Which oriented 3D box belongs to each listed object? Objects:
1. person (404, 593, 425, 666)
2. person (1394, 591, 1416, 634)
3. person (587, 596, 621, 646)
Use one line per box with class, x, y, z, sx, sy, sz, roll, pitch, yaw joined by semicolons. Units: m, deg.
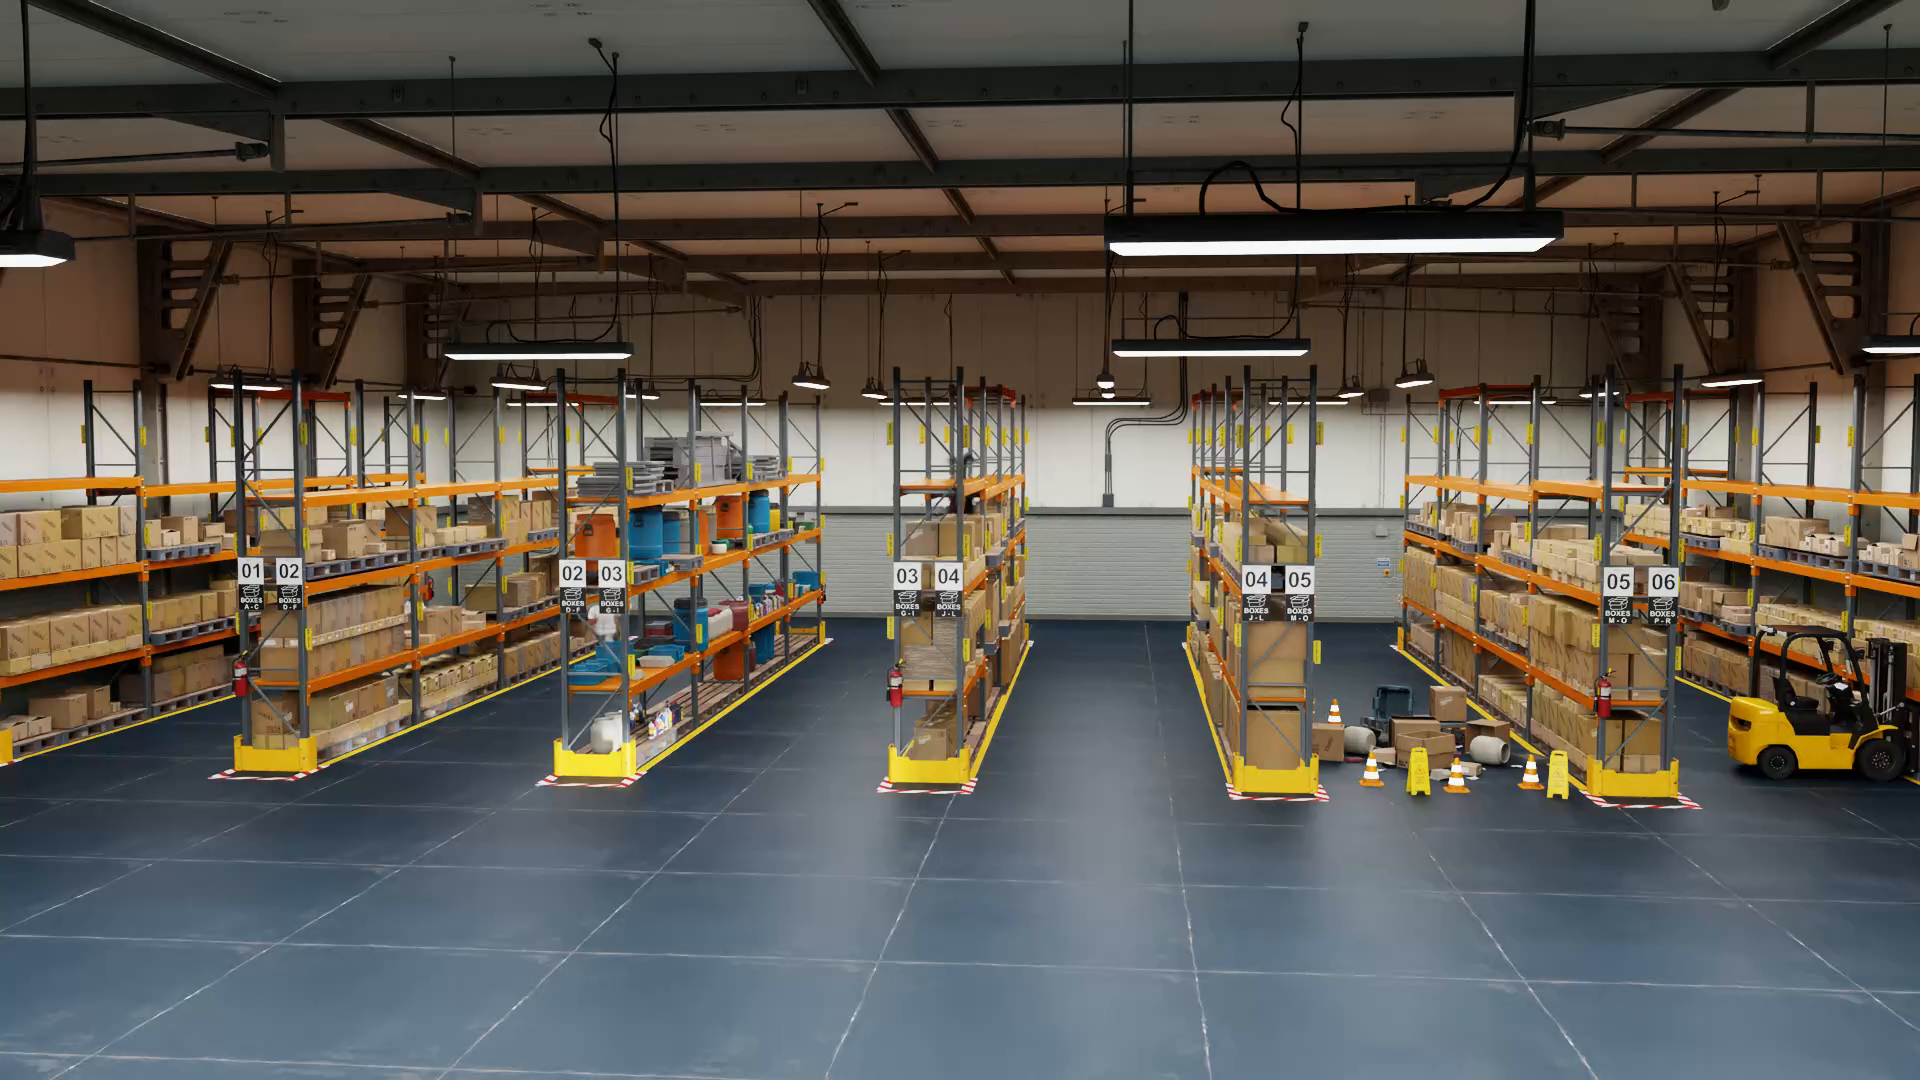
person;-11.916;1.941;36.305;0.527;1.684;0.796;0;4;-4
person;10.856;1.644;40.339;0.656;1.686;0.656;1;4;17
person;-7.375;1.970;34.511;0.659;1.823;0.872;0;4;4
